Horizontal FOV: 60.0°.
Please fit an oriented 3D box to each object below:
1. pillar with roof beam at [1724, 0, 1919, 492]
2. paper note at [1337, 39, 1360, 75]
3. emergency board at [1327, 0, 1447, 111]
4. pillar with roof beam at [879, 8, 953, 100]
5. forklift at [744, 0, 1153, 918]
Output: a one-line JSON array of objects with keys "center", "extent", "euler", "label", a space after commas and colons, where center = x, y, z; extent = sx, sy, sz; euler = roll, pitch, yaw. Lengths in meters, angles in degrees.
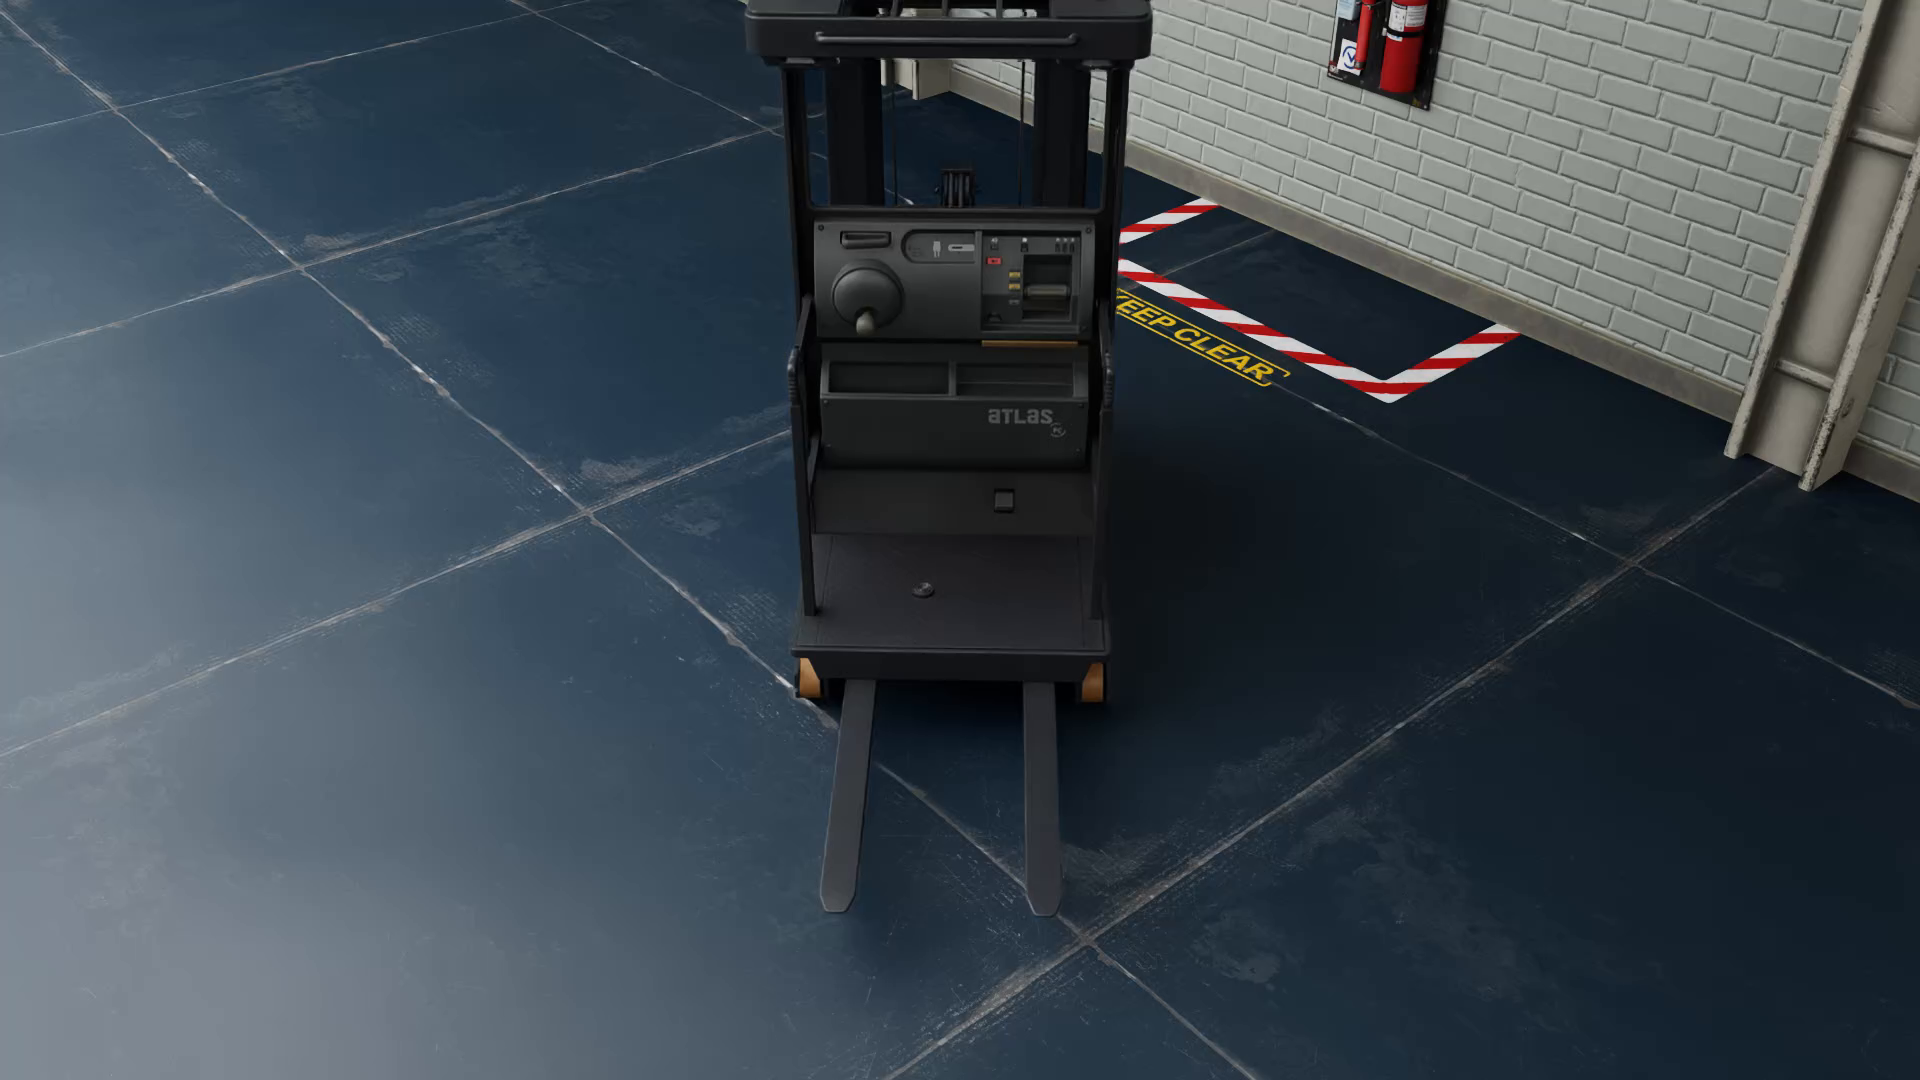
[{"center": [0.298, -2.413, 2.372], "extent": [9.100, 9.000, 0.400], "euler": [-26, 43, -32], "label": "pillar with roof beam"}, {"center": [1.959, -2.421, 8.335], "extent": [0.016, 0.148, 0.142], "euler": [-26, 43, -32], "label": "paper note"}, {"center": [2.021, -2.676, 7.933], "extent": [0.194, 1.169, 0.643], "euler": [-26, 43, -32], "label": "emergency board"}, {"center": [-3.574, -5.062, 6.112], "extent": [9.100, 9.000, 0.400], "euler": [-26, 43, -32], "label": "pillar with roof beam"}, {"center": [-0.022, -0.802, 5.346], "extent": [1.130, 2.935, 3.031], "euler": [1, 35, 1], "label": "forklift"}]
